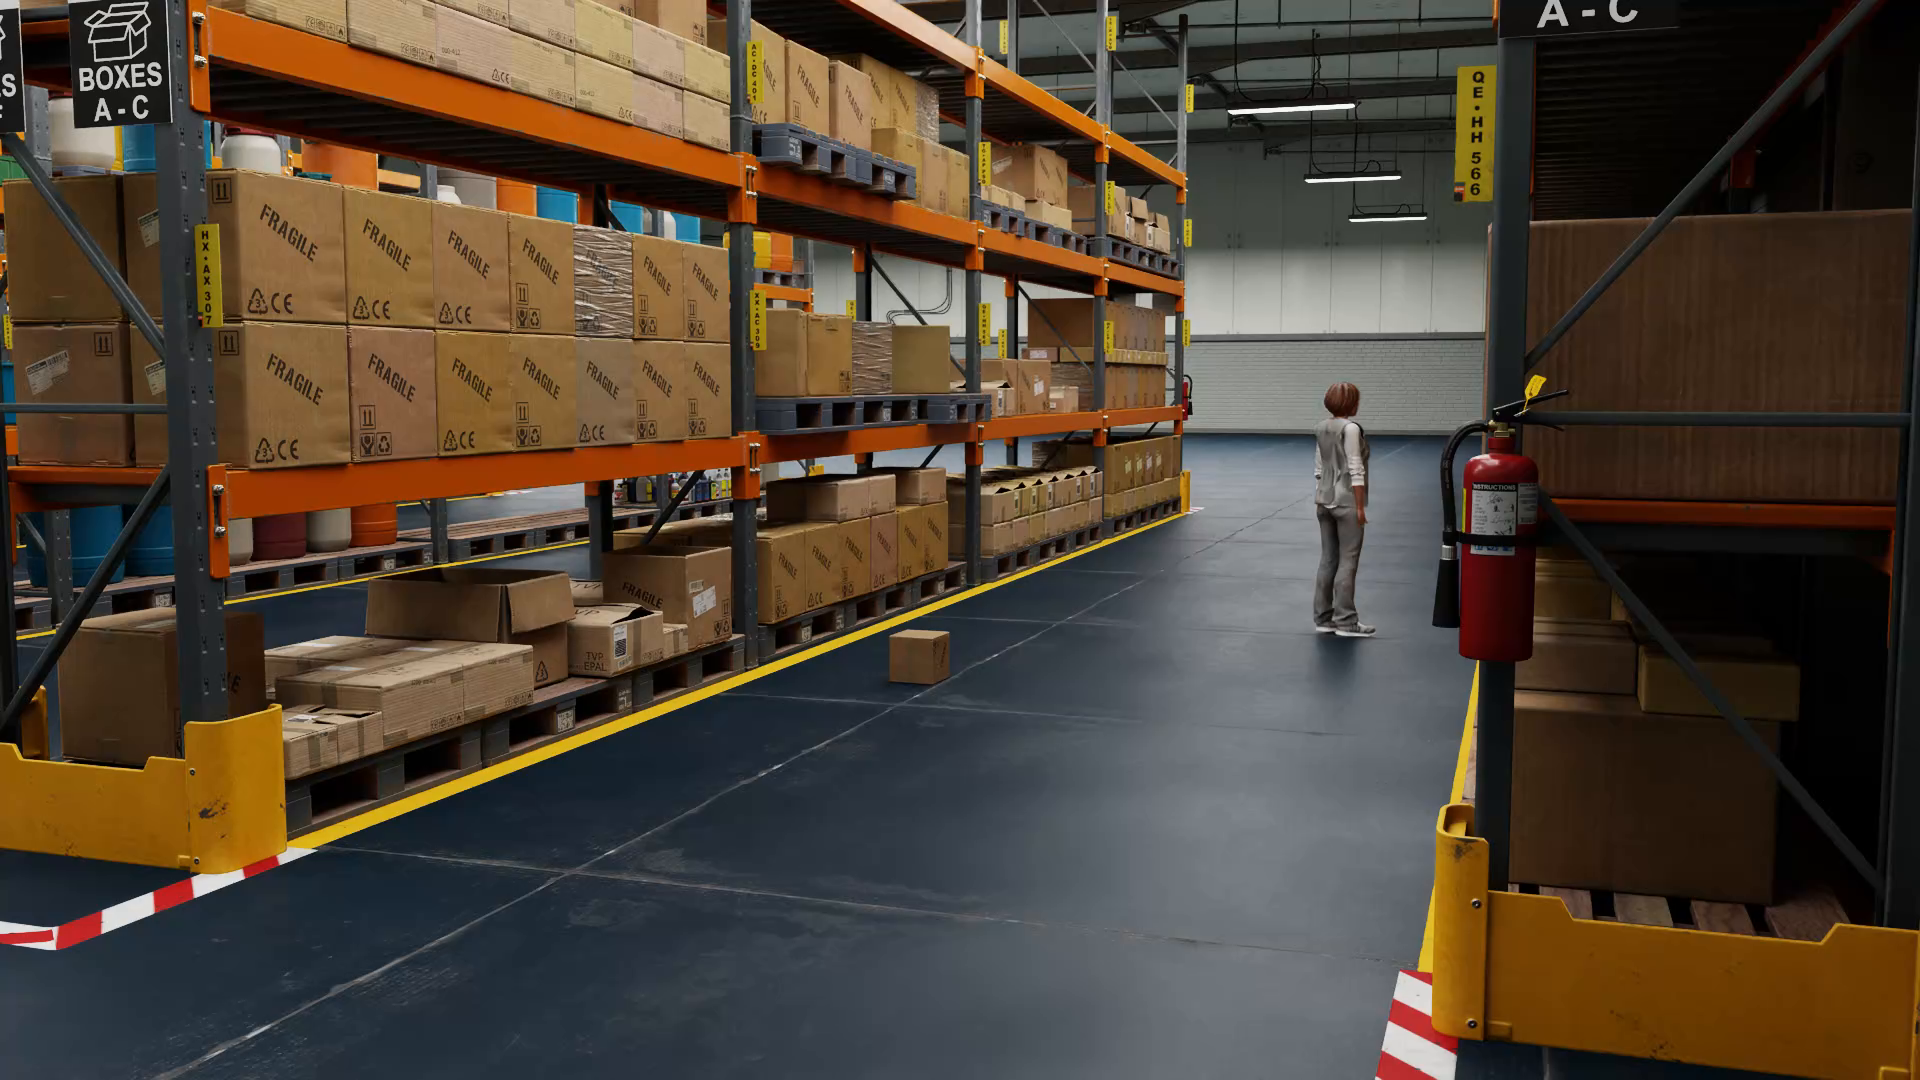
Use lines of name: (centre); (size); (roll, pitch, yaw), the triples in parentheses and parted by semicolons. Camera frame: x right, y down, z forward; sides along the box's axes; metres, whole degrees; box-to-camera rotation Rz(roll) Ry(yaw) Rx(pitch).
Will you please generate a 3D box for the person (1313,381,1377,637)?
person: (2.417, -0.197, 10.496); (0.314, 1.604, 0.408); (-3, 6, -26)
